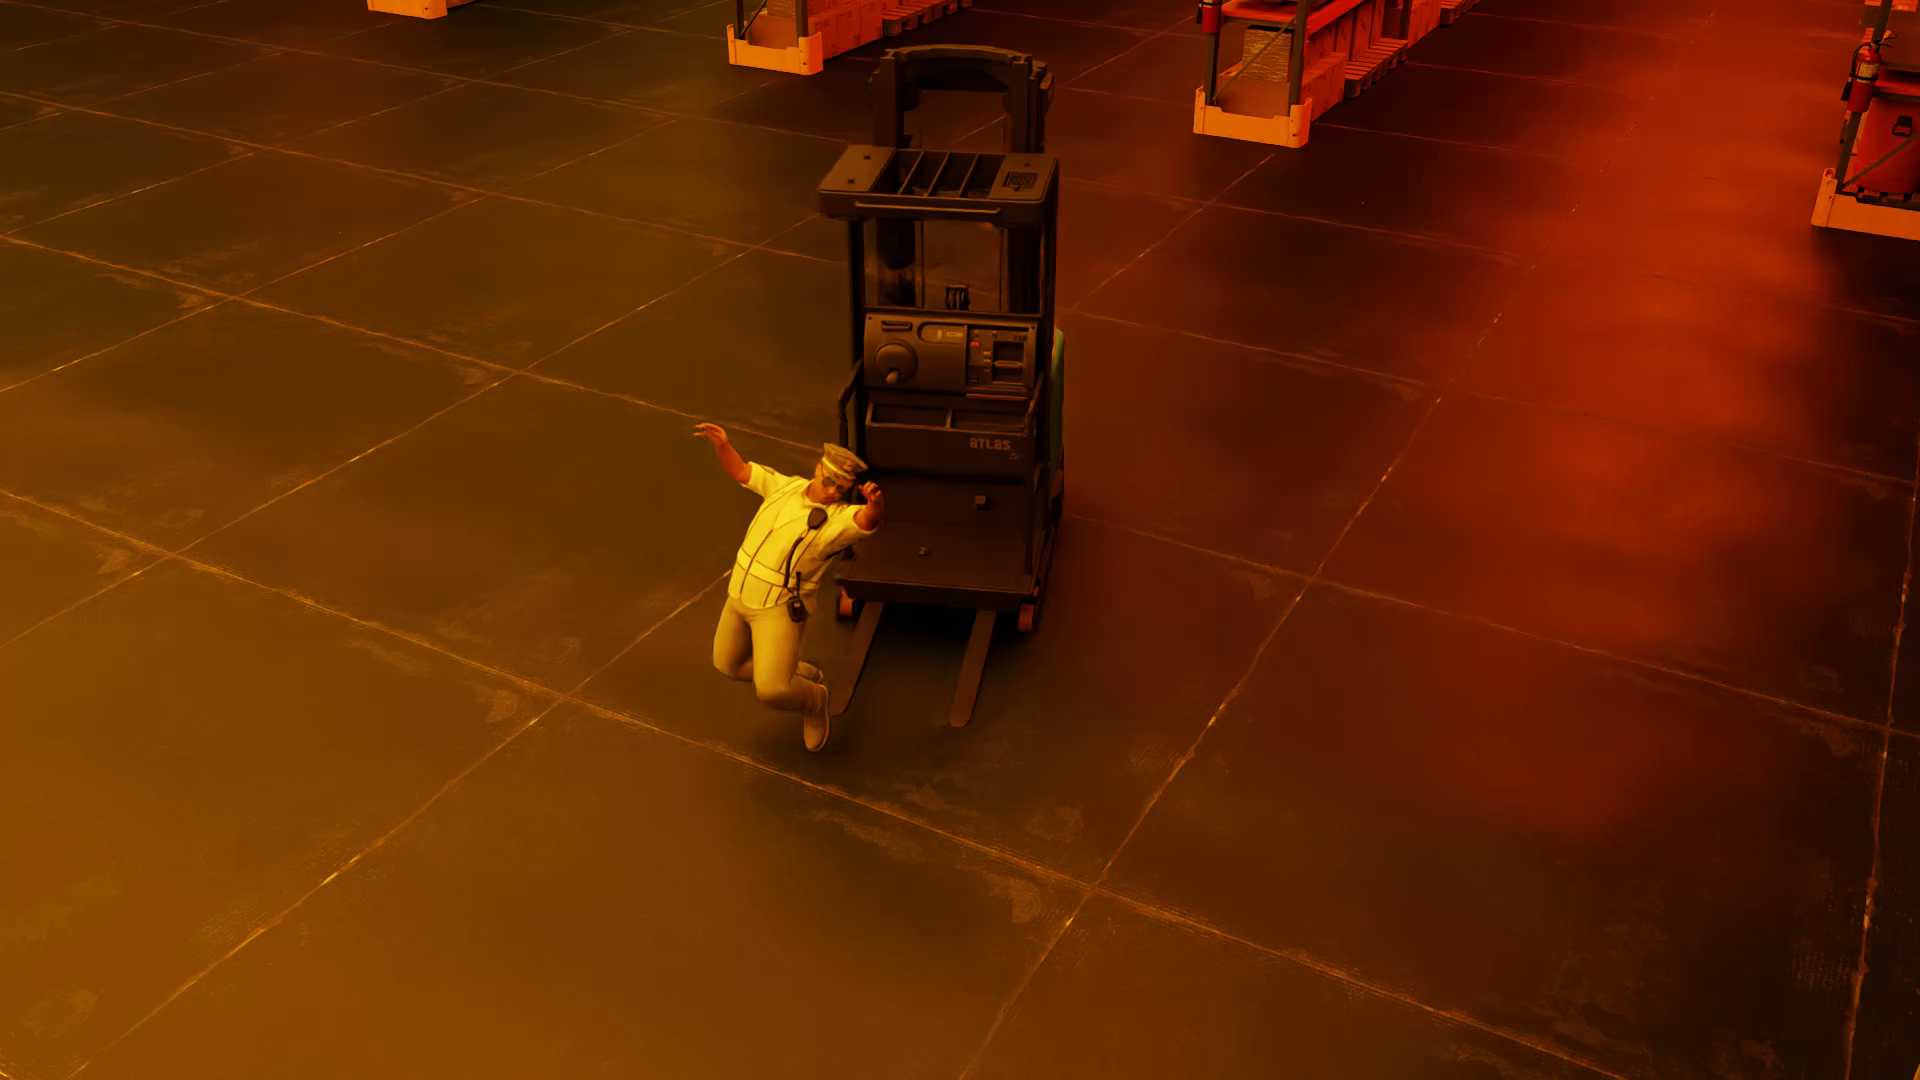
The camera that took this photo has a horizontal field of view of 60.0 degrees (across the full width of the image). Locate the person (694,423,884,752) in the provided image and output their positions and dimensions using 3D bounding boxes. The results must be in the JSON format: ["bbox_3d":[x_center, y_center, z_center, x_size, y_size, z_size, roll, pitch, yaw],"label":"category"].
[{"bbox_3d":[-0.722,0.236,7.834,0.839,1.654,1.025,-26,39,-37],"label":"person"}]

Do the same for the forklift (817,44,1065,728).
[{"bbox_3d":[-0.083,-0.950,8.717,1.130,2.935,3.031,4,30,8],"label":"forklift"}]
